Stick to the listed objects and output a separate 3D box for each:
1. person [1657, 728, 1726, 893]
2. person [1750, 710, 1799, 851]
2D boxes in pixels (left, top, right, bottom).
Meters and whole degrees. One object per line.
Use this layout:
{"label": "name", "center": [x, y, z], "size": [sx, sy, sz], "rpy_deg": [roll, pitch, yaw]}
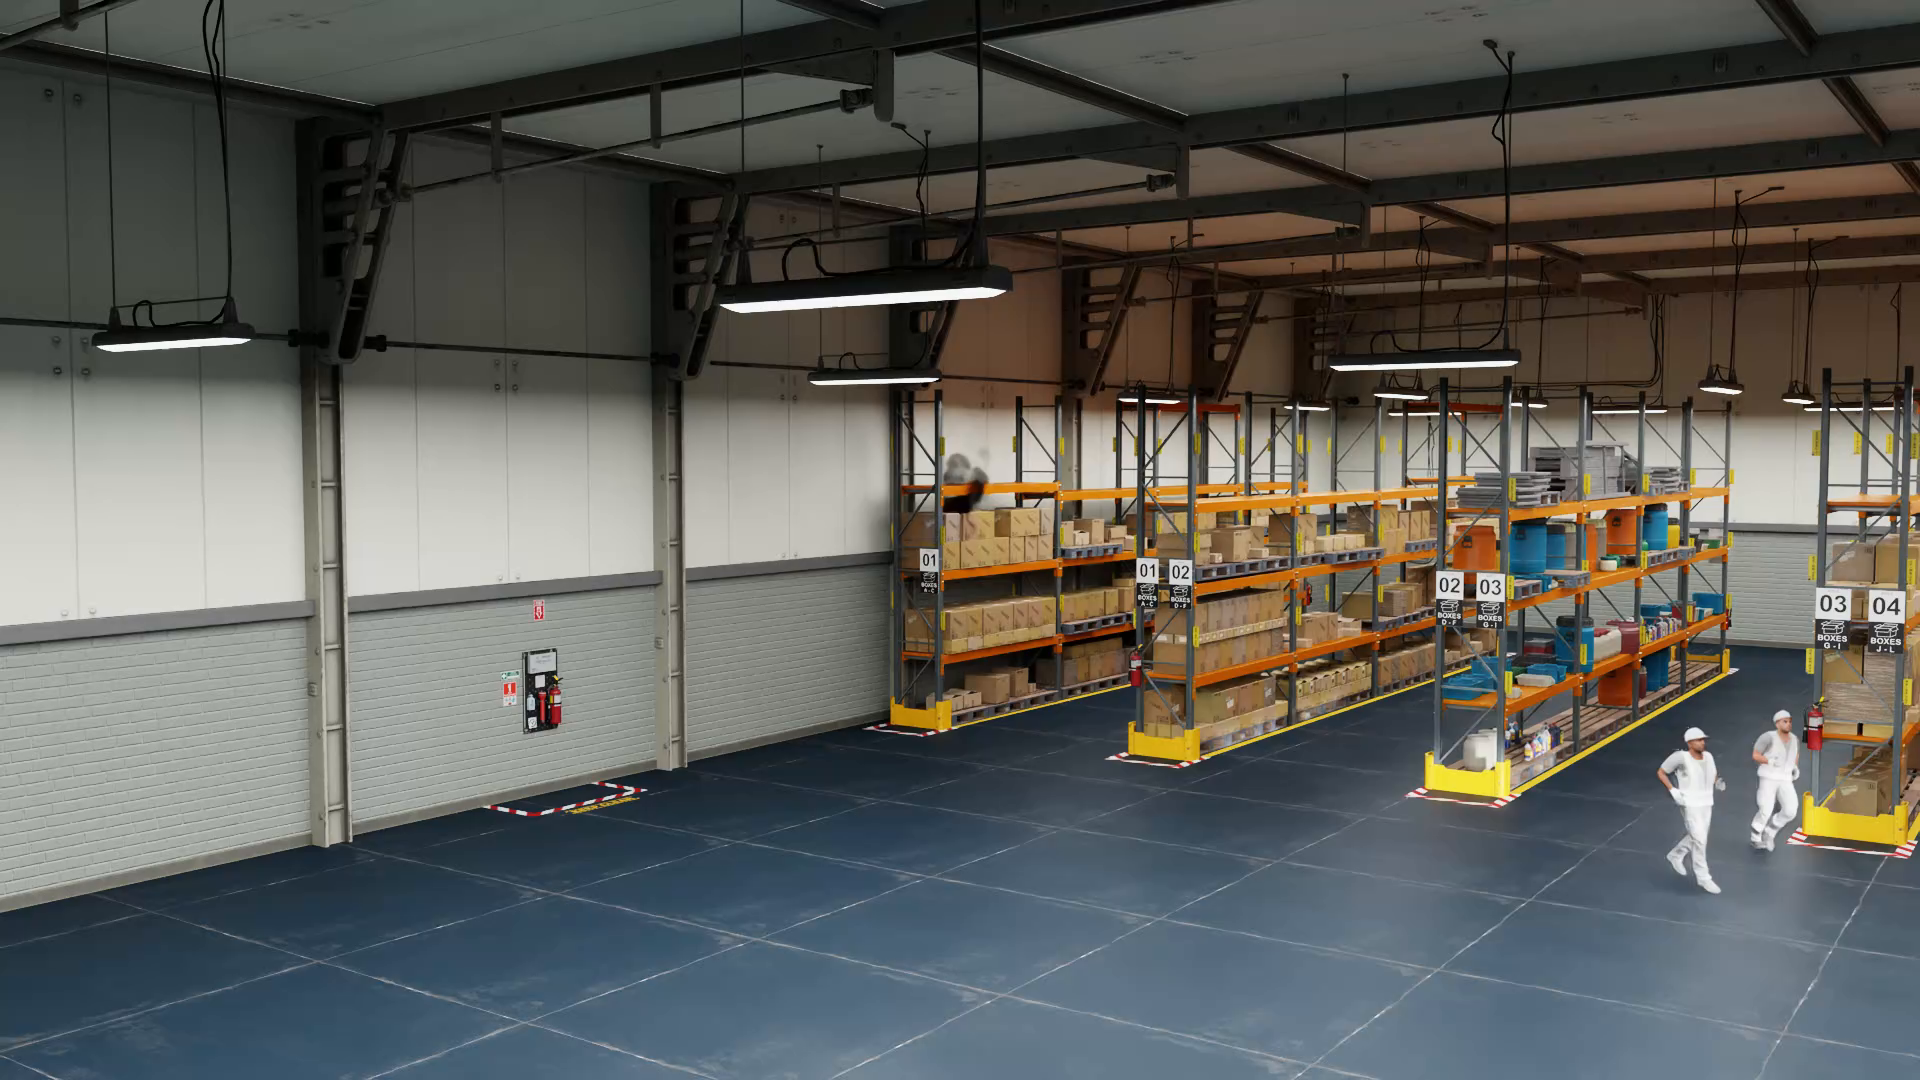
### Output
{"label": "person", "center": [8.360, 3.029, 18.946], "size": [0.677, 1.793, 0.862], "rpy_deg": [-1, 3, -23]}
{"label": "person", "center": [10.097, 2.973, 20.452], "size": [0.662, 1.754, 0.643], "rpy_deg": [0, 3, -1]}
